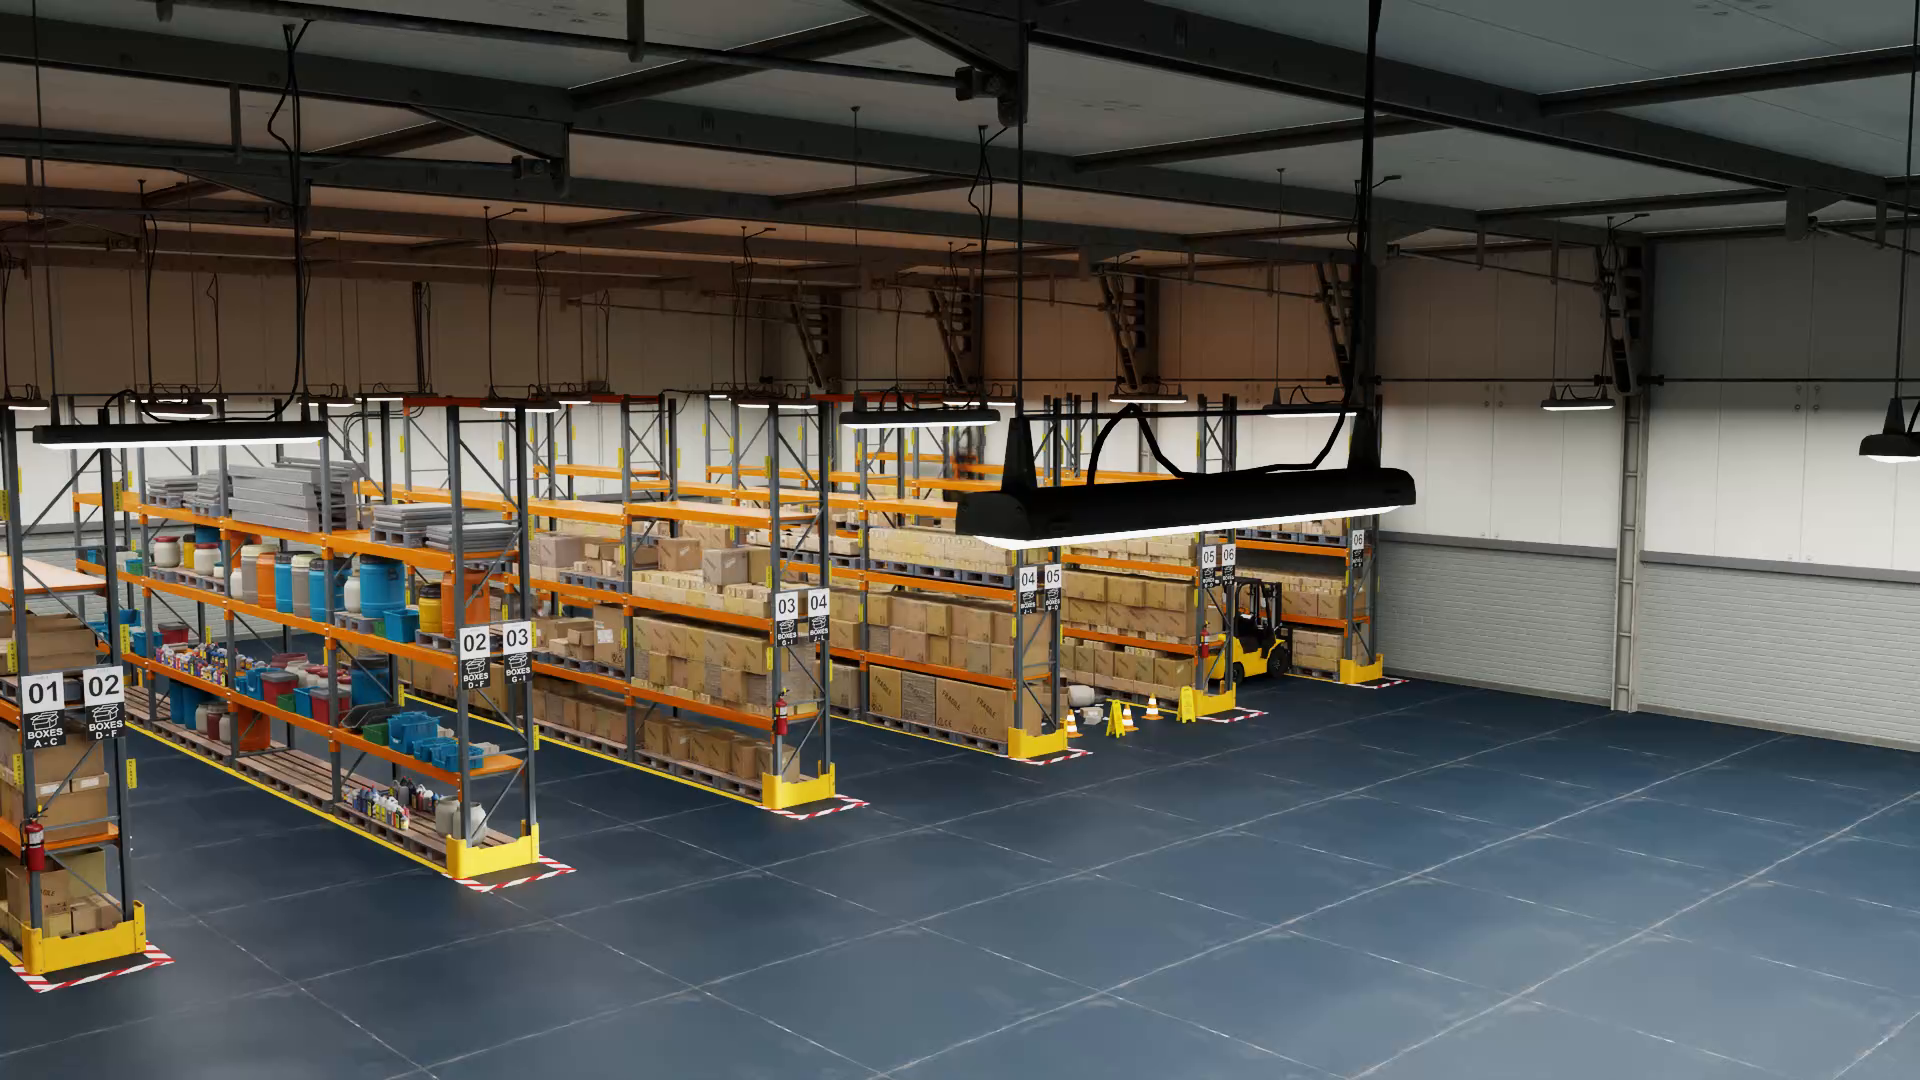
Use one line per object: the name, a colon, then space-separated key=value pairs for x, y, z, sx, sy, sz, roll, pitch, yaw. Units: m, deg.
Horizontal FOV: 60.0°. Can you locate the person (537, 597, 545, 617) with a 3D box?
person: x=-9.279 y=2.026 z=36.529 sx=0.529 sy=1.554 sz=0.516 roll=5 pitch=7 yaw=41

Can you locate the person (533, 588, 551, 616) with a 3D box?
person: x=-10.337 y=1.457 z=41.460 sx=0.658 sy=1.741 sz=0.680 roll=2 pitch=6 yaw=19
